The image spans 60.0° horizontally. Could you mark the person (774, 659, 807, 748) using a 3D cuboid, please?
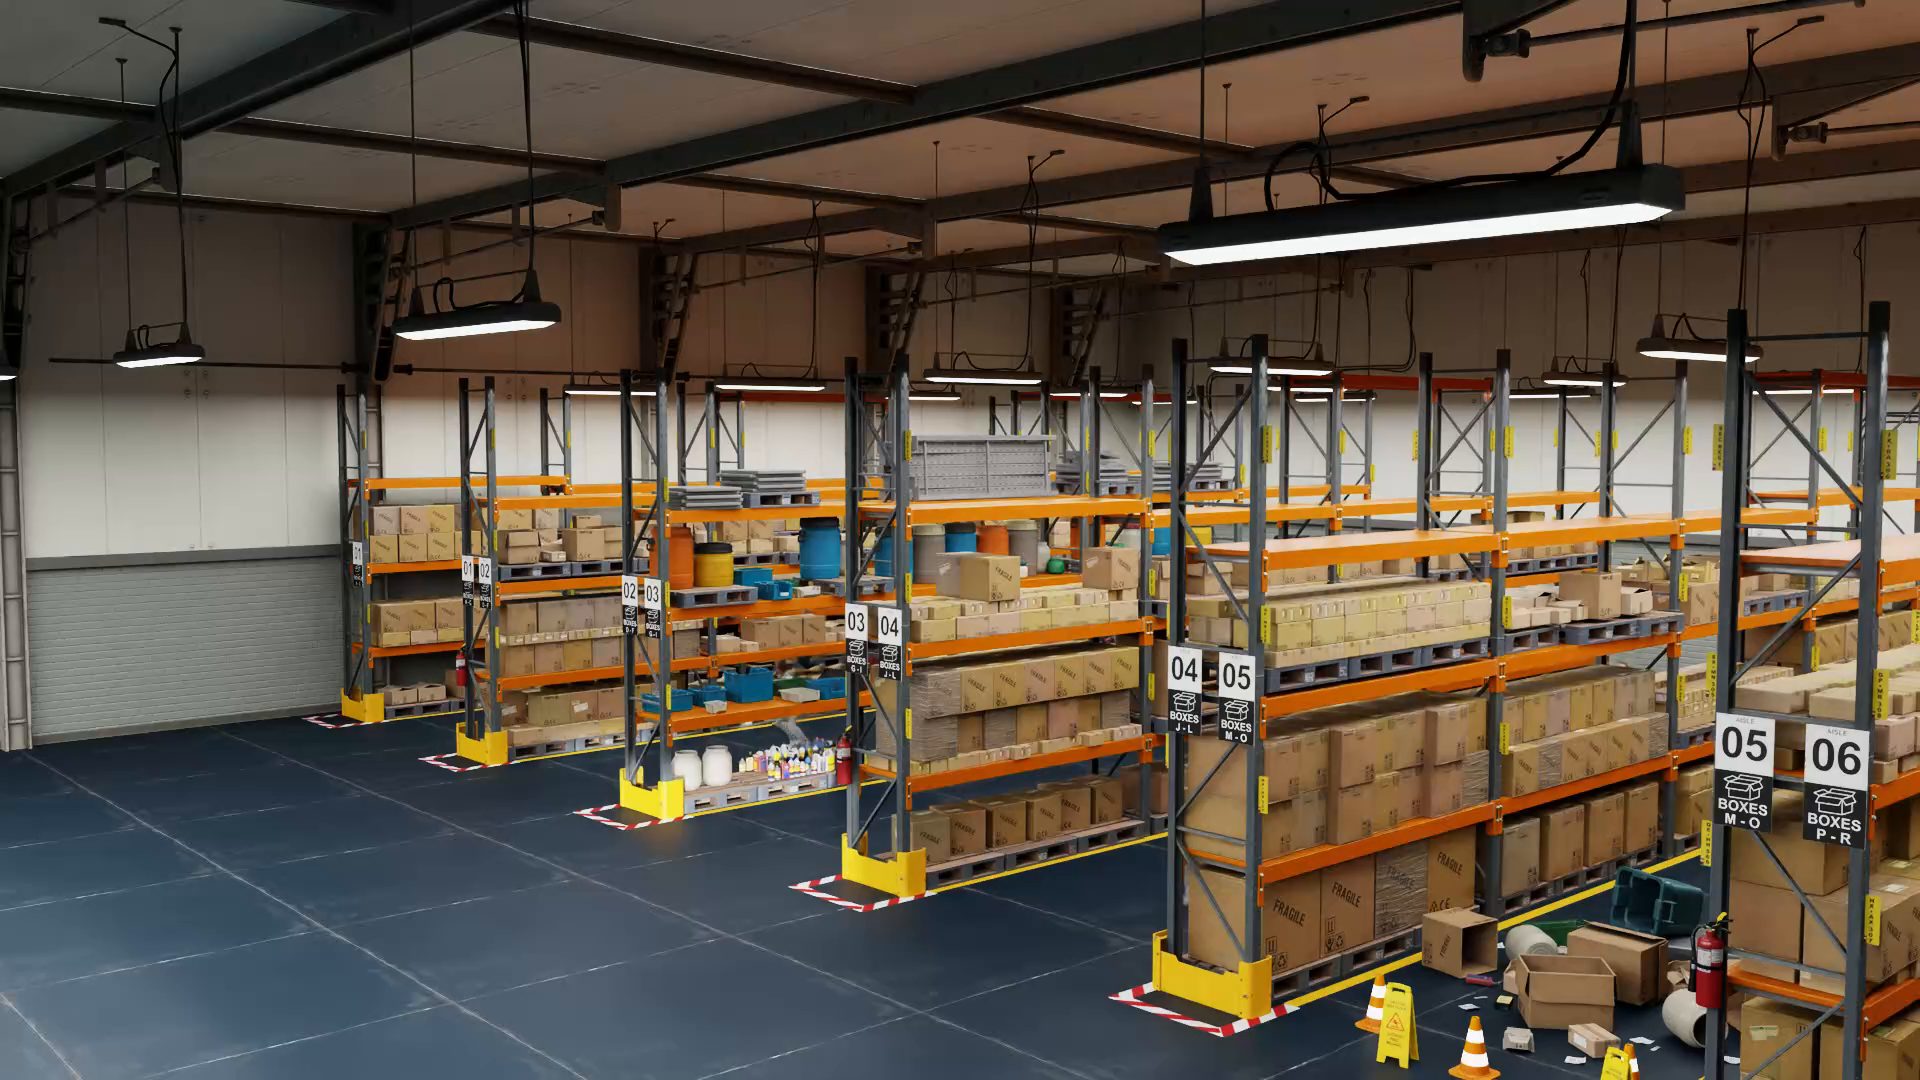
[{"bbox_3d":[-2.715,2.646,26.610,0.678,1.510,0.494,-2,4,-30],"label":"person"}]

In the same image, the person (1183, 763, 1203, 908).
[{"bbox_3d":[2.606,3.120,17.914,0.706,1.685,0.761,-1,4,-20],"label":"person"}]

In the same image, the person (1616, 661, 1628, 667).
[{"bbox_3d":[9.863,2.672,24.942,0.632,1.700,0.659,3,5,37],"label":"person"}]

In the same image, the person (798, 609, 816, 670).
[{"bbox_3d":[-3.125,2.171,34.098,0.539,1.526,0.584,2,4,32],"label":"person"}]
